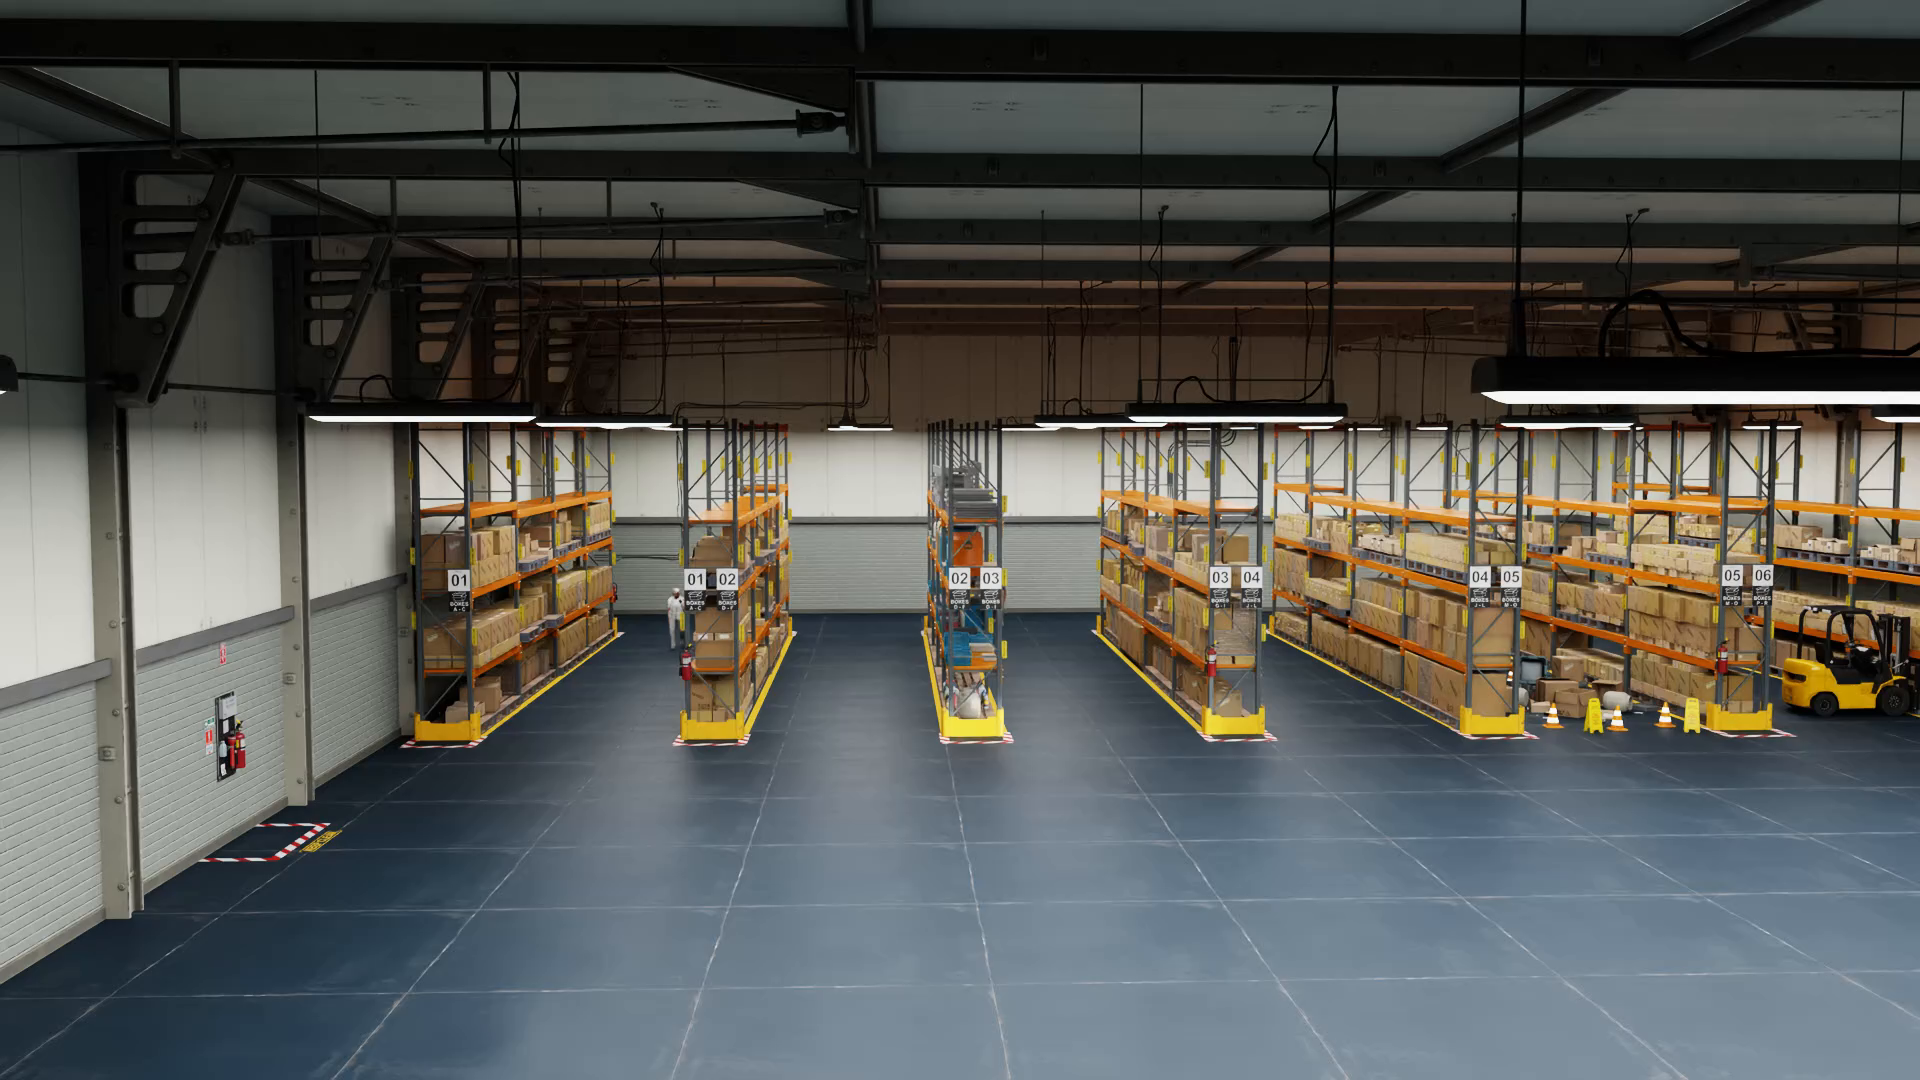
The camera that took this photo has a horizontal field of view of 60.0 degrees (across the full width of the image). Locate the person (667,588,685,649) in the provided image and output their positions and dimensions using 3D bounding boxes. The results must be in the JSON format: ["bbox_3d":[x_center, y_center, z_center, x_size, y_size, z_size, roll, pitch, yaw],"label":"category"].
[{"bbox_3d":[-7.538,2.067,44.250,0.483,1.617,0.838,0,4,-4],"label":"person"}]

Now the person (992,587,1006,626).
[{"bbox_3d":[1.151,1.730,49.564,0.471,1.591,1.045,0,4,-2],"label":"person"}]
